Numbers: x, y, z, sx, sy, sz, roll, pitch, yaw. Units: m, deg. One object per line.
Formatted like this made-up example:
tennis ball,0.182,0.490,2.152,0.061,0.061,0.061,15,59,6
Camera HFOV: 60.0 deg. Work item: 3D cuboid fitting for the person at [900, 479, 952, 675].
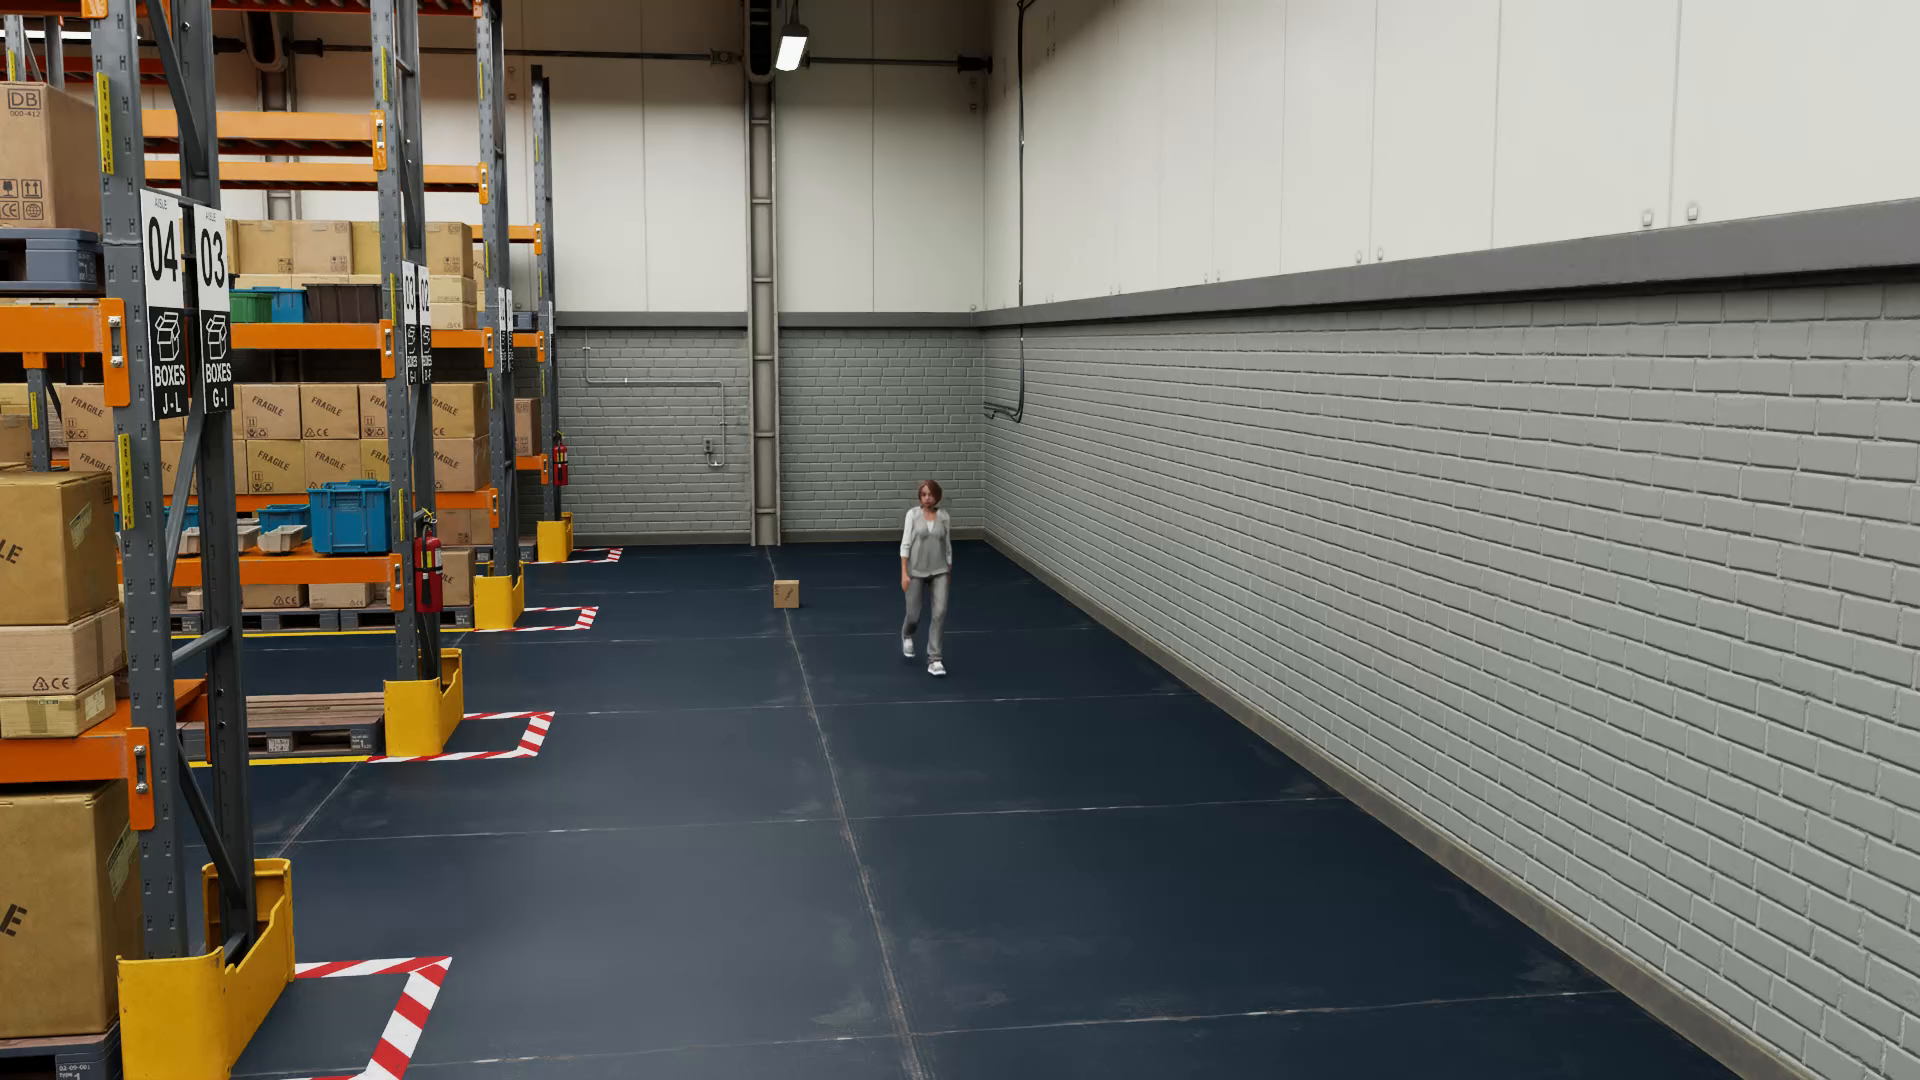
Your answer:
person,-0.280,0.278,13.609,0.439,1.564,0.775,-1,7,-12
